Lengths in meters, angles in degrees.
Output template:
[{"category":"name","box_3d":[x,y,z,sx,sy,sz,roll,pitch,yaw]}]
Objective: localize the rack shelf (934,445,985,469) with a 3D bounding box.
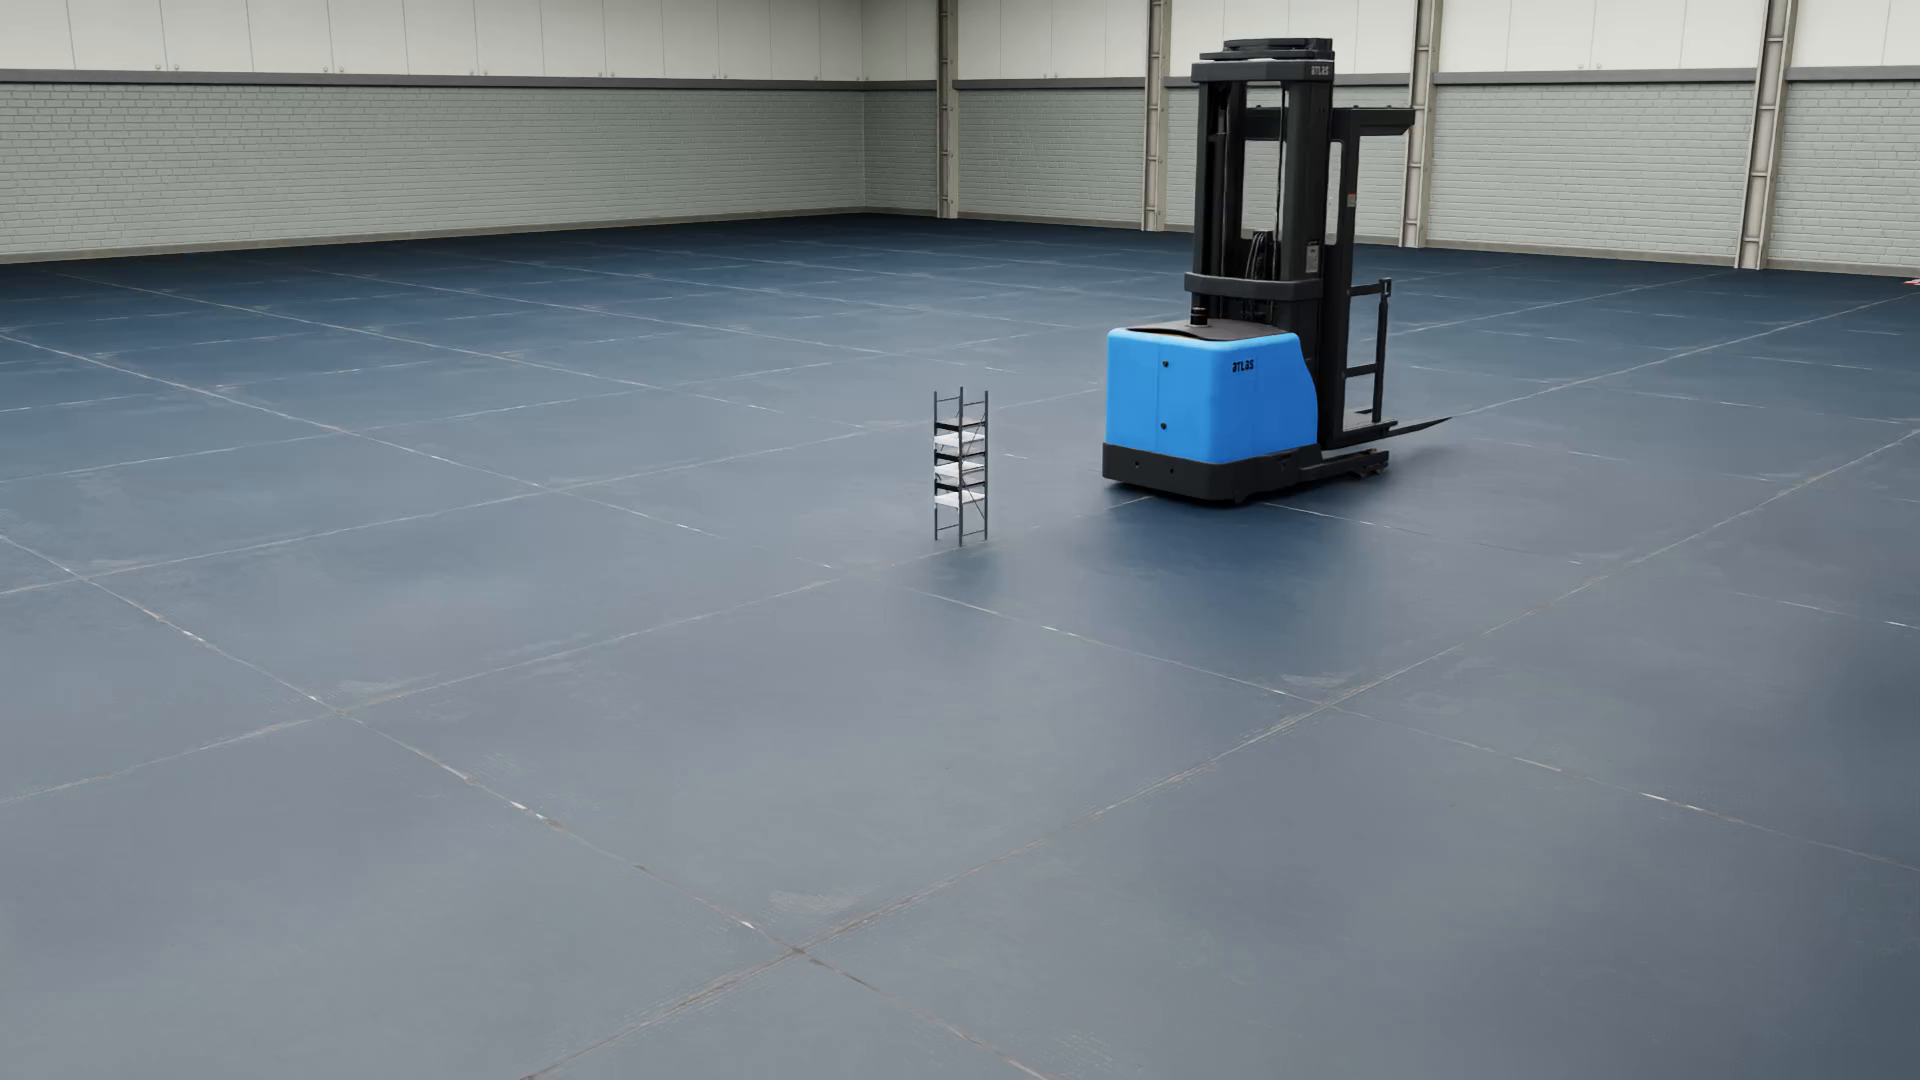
[{"category":"rack shelf","box_3d":[0.006,-0.489,9.799,0.200,0.077,0.258,14,20,42]}]

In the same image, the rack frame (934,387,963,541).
[{"category":"rack frame","box_3d":[-0.067,-0.452,9.881,0.006,0.900,0.240,14,20,42]}]

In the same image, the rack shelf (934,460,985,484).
[{"category":"rack shelf","box_3d":[0.006,-0.402,9.822,0.200,0.077,0.258,14,20,42]}]

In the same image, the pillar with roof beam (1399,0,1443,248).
[{"category":"pillar with roof beam","box_3d":[5.364,-8.984,26.564,0.400,9.000,9.100,14,20,42]}]

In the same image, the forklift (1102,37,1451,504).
[{"category":"forklift","box_3d":[2.394,-1.943,11.576,3.031,2.935,1.130,-13,19,-41]}]

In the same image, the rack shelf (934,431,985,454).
[{"category":"rack shelf","box_3d":[0.006,-0.576,9.776,0.200,0.077,0.258,14,20,42]}]

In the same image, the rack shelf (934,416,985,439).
[{"category":"rack shelf","box_3d":[0.006,-0.663,9.753,0.200,0.077,0.258,14,20,42]}]

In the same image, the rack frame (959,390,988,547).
[{"category":"rack frame","box_3d":[0.079,-0.416,9.745,0.006,0.900,0.240,14,20,42]}]

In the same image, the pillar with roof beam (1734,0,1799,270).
[{"category":"pillar with roof beam","box_3d":[9.683,-7.934,22.534,0.400,9.000,9.100,14,20,42]}]

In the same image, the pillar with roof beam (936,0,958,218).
[{"category":"pillar with roof beam","box_3d":[-3.275,-11.084,34.624,0.400,9.000,9.100,14,20,42]}]

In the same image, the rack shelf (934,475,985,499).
[{"category":"rack shelf","box_3d":[0.006,-0.315,9.844,0.200,0.077,0.258,14,20,42]}]

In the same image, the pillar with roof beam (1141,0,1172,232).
[{"category":"pillar with roof beam","box_3d":[1.045,-10.034,30.594,0.400,9.000,9.100,14,20,42]}]

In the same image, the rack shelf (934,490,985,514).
[{"category":"rack shelf","box_3d":[0.006,-0.228,9.867,0.200,0.077,0.258,14,20,42]}]

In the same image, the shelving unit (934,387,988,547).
[{"category":"shelving unit","box_3d":[0.006,-0.434,9.813,0.210,0.900,0.258,14,20,42]}]
